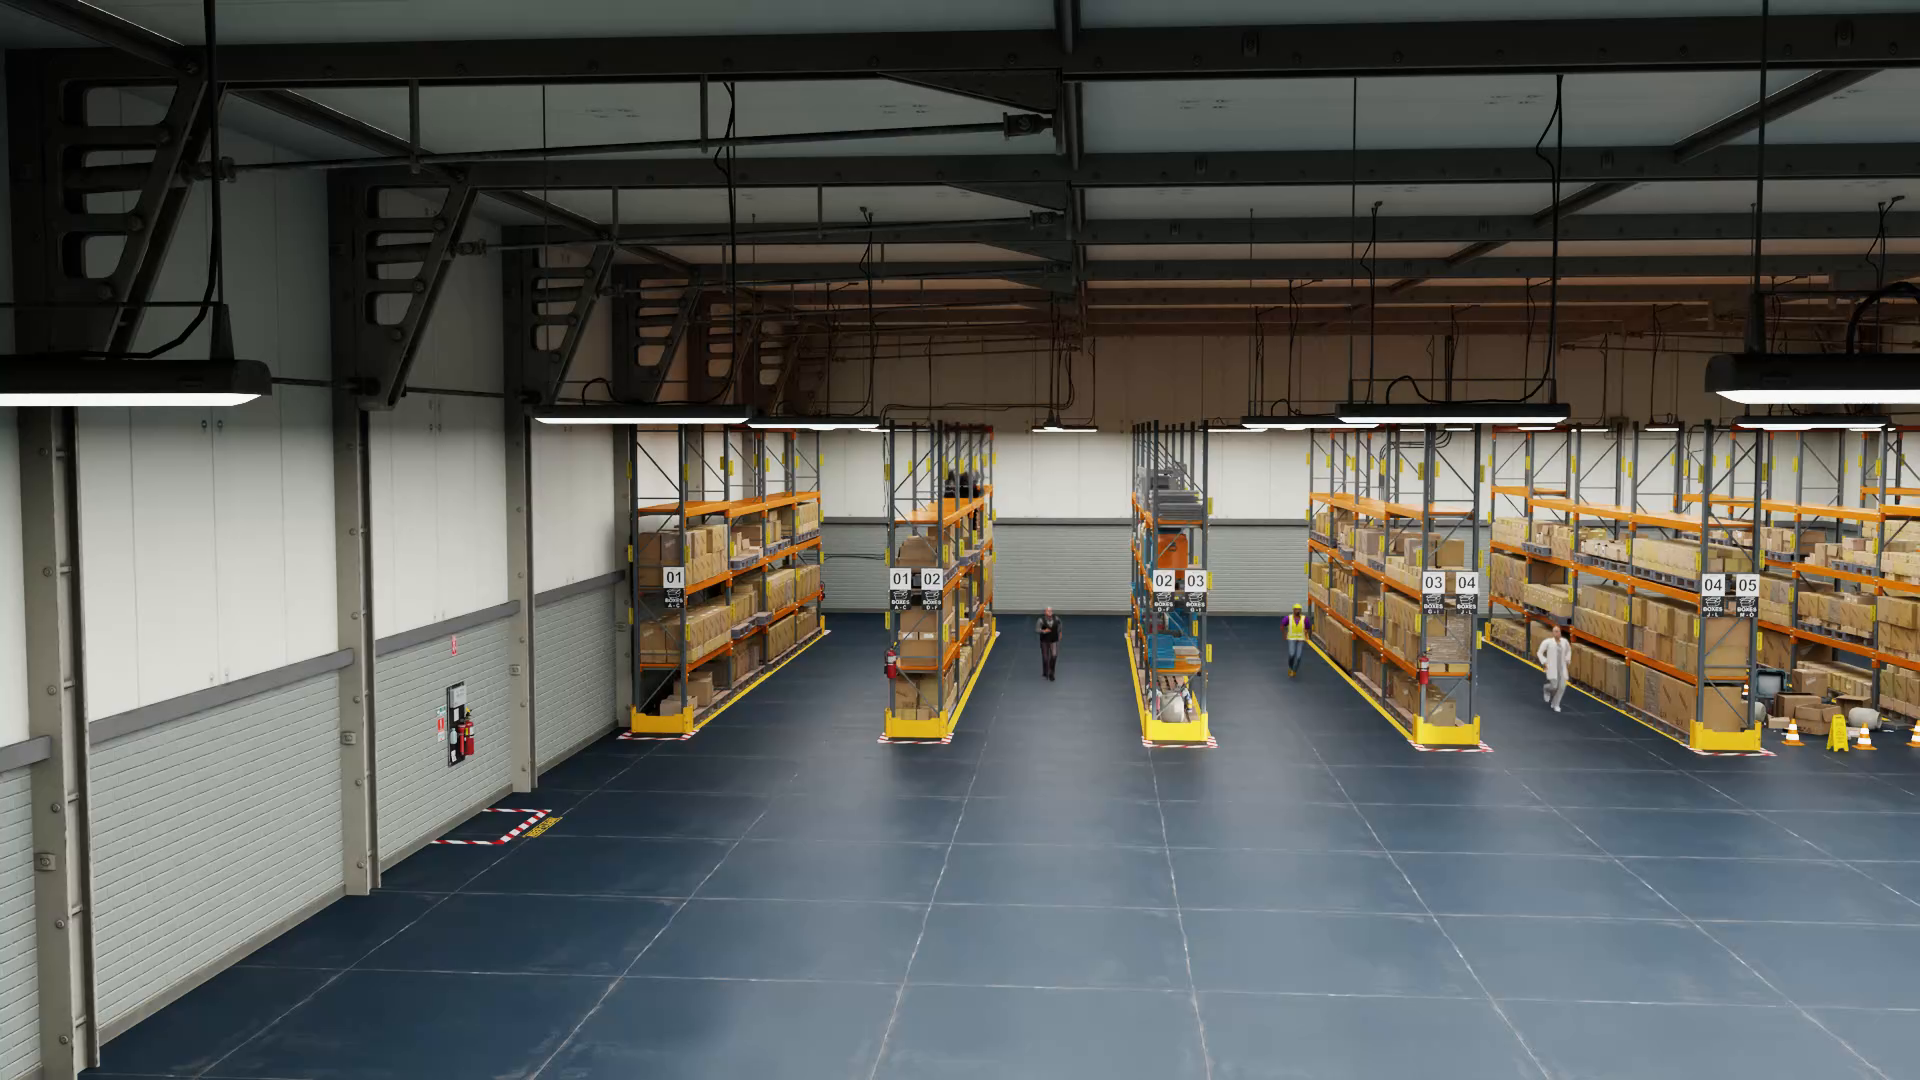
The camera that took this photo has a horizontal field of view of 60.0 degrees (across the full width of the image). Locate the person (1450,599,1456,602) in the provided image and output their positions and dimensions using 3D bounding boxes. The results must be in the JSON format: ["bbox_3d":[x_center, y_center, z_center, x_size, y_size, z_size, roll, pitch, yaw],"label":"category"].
[{"bbox_3d":[13.330,1.974,45.323,0.668,1.809,0.878,1,4,11],"label":"person"}]

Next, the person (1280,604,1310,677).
[{"bbox_3d":[7.915,2.369,39.165,0.675,1.742,0.654,0,4,3],"label":"person"}]

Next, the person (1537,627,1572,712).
[{"bbox_3d":[12.420,2.678,34.704,0.724,1.752,0.653,0,4,-3],"label":"person"}]

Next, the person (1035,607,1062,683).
[{"bbox_3d":[2.066,2.419,38.788,0.678,1.764,0.852,-1,4,-9],"label":"person"}]
